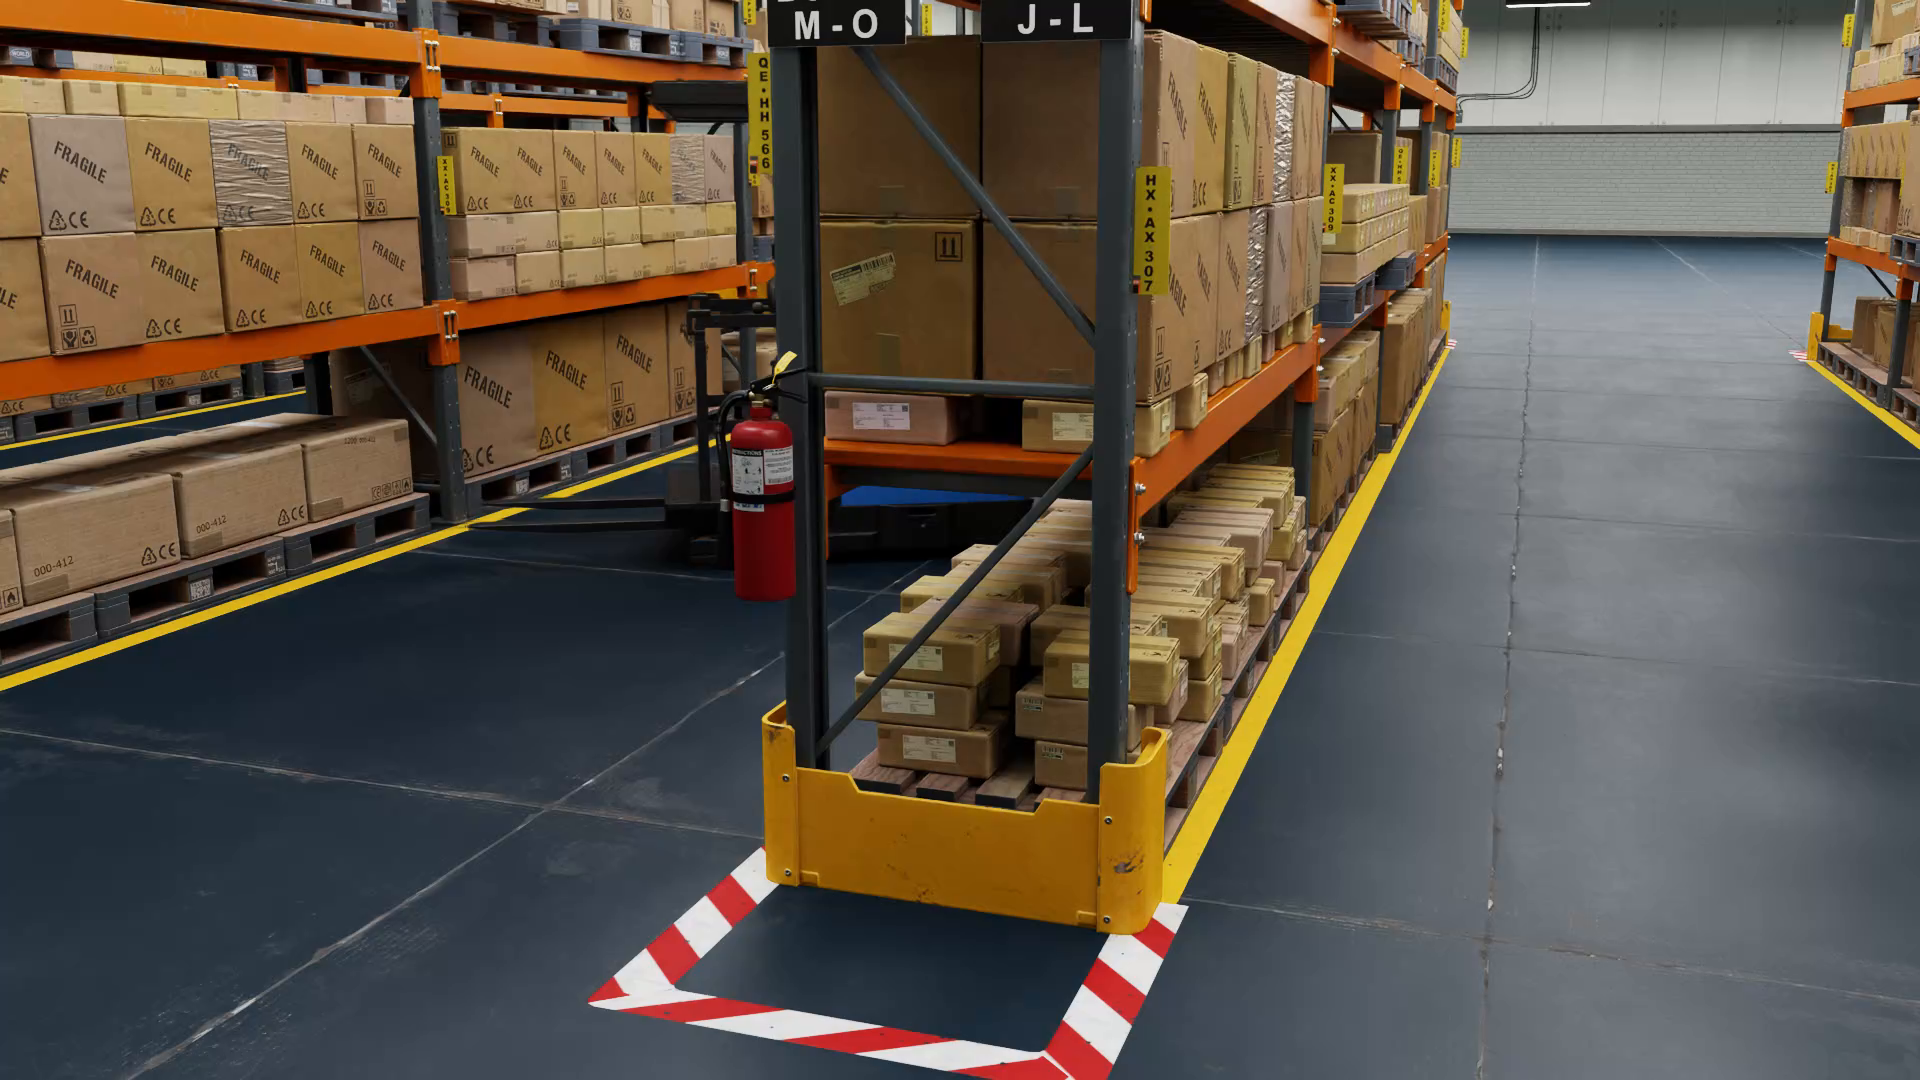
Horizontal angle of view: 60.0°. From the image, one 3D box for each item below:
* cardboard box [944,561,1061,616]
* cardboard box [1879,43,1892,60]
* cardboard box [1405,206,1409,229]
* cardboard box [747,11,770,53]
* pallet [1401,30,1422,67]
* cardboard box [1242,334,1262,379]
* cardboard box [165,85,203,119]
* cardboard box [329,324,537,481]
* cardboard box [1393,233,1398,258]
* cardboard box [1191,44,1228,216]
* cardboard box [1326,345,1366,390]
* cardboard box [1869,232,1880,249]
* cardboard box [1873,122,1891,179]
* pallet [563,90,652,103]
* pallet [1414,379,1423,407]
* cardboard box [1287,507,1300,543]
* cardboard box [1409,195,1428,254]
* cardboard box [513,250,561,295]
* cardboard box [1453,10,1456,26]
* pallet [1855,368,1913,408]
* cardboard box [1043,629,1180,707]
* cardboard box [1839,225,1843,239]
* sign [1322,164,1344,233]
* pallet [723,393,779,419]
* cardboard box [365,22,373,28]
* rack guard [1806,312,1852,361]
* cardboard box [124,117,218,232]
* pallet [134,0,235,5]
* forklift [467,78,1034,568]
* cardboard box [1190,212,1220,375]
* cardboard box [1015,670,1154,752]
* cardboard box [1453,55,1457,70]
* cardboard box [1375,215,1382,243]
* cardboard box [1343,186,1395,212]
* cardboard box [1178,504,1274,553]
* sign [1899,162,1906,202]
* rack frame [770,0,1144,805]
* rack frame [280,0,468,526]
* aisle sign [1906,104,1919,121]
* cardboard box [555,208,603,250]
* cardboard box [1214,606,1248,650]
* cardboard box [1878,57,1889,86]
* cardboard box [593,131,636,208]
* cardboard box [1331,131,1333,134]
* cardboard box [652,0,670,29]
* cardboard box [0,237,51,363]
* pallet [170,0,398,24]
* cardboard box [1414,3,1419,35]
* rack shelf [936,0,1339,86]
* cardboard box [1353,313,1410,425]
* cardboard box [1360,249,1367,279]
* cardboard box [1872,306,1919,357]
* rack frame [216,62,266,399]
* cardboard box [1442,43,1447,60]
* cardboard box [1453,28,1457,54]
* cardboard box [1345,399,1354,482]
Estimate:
[{"bbox_3d":[0.154,0.187,6.053,0.380,0.149,0.250,4,13,16],"label":"cardboard box"},{"bbox_3d":[9.056,-4.677,15.939,0.380,0.149,0.250,4,13,16],"label":"cardboard box"},{"bbox_3d":[2.839,-2.191,11.297,0.380,0.149,0.250,5,14,20],"label":"cardboard box"},{"bbox_3d":[-1.832,-4.145,13.943,0.700,0.500,0.500,4,14,18],"label":"cardboard box"},{"bbox_3d":[2.727,-3.610,12.246,1.213,0.211,1.003,5,14,21],"label":"pallet"},{"bbox_3d":[0.965,-0.724,6.484,0.380,0.149,0.250,5,14,20],"label":"cardboard box"},{"bbox_3d":[-3.780,-2.040,7.757,0.380,0.149,0.250,4,14,18],"label":"cardboard box"},{"bbox_3d":[-3.317,-0.898,10.514,0.875,0.875,0.875,5,14,20],"label":"cardboard box"},{"bbox_3d":[2.595,-1.887,10.635,0.380,0.149,0.250,4,14,18],"label":"cardboard box"},{"bbox_3d":[0.534,-1.279,5.211,0.500,0.500,0.500,5,14,20],"label":"cardboard box"},{"bbox_3d":[2.263,-1.076,10.450,0.500,0.250,0.500,5,14,20],"label":"cardboard box"},{"bbox_3d":[8.814,-2.823,15.679,0.380,0.149,0.250,4,14,18],"label":"cardboard box"},{"bbox_3d":[8.732,-3.570,15.250,0.500,0.500,0.500,4,14,18],"label":"cardboard box"},{"bbox_3d":[-4.511,-5.749,21.391,1.003,0.211,1.213,4,14,18],"label":"pallet"},{"bbox_3d":[3.684,-1.415,15.213,1.003,0.211,1.213,4,14,18],"label":"pallet"},{"bbox_3d":[1.397,-0.071,7.851,0.380,0.149,0.250,4,13,16],"label":"cardboard box"},{"bbox_3d":[3.947,-2.862,15.062,0.500,0.500,0.500,4,14,18],"label":"cardboard box"},{"bbox_3d":[-2.884,-1.703,10.544,0.500,0.250,0.500,4,13,17],"label":"cardboard box"},{"bbox_3d":[4.875,-5.350,17.051,0.380,0.149,0.250,4,14,19],"label":"cardboard box"},{"bbox_3d":[8.707,-1.348,14.922,1.003,0.211,1.213,4,14,18],"label":"pallet"},{"bbox_3d":[0.471,0.393,5.149,0.380,0.149,0.250,4,13,16],"label":"cardboard box"},{"bbox_3d":[9.500,-3.241,17.511,0.380,0.149,0.250,4,14,18],"label":"cardboard box"},{"bbox_3d":[1.790,-1.643,7.998,0.100,0.325,0.005,4,14,18],"label":"sign"},{"bbox_3d":[-1.894,-1.240,14.447,1.003,0.211,1.213,4,14,18],"label":"pallet"},{"bbox_3d":[-6.052,-4.906,16.107,0.500,0.500,0.500,5,14,20],"label":"cardboard box"},{"bbox_3d":[9.793,-2.172,17.879,1.175,0.500,0.348,4,14,18],"label":"rack guard"},{"bbox_3d":[-3.831,-1.691,7.684,0.500,0.500,0.500,4,14,19],"label":"cardboard box"},{"bbox_3d":[-4.113,-2.585,7.530,1.003,0.211,1.213,4,14,18],"label":"pallet"},{"bbox_3d":[-1.159,-1.405,9.056,3.031,2.935,1.130,-2,13,-9],"label":"forklift"},{"bbox_3d":[0.536,-0.799,5.353,0.500,0.500,0.500,4,14,19],"label":"cardboard box"},{"bbox_3d":[0.392,0.533,5.208,0.380,0.149,0.250,5,14,21],"label":"cardboard box"},{"bbox_3d":[5.123,-5.123,17.849,0.380,0.149,0.250,4,14,19],"label":"cardboard box"},{"bbox_3d":[2.171,-1.756,9.392,0.380,0.149,0.250,5,14,21],"label":"cardboard box"},{"bbox_3d":[2.423,-2.064,10.075,0.380,0.149,0.250,5,14,21],"label":"cardboard box"},{"bbox_3d":[1.128,-0.047,7.079,0.380,0.149,0.250,4,13,16],"label":"cardboard box"},{"bbox_3d":[8.007,-3.023,14.048,0.100,0.325,0.005,4,14,18],"label":"sign"},{"bbox_3d":[-0.020,-0.416,4.569,1.000,3.000,0.127,4,14,18],"label":"rack frame"},{"bbox_3d":[-3.442,-1.593,9.727,1.000,3.000,0.127,4,14,18],"label":"rack frame"},{"bbox_3d":[10.121,-4.665,17.344,0.394,0.787,0.004,4,14,18],"label":"aisle sign"},{"bbox_3d":[-2.703,-2.052,10.952,0.500,0.250,0.500,5,14,19],"label":"cardboard box"},{"bbox_3d":[0.940,0.355,6.653,0.380,0.149,0.250,4,14,18],"label":"cardboard box"},{"bbox_3d":[8.928,-4.390,15.575,0.500,0.250,0.500,5,14,20],"label":"cardboard box"},{"bbox_3d":[-2.564,-2.525,11.338,0.500,0.500,0.500,4,13,17],"label":"cardboard box"},{"bbox_3d":[4.082,-3.741,16.375,0.875,0.550,0.550,4,14,18],"label":"cardboard box"},{"bbox_3d":[-2.263,-3.722,11.670,0.396,0.266,0.258,4,13,17],"label":"cardboard box"},{"bbox_3d":[-4.172,-0.989,6.853,0.500,0.500,0.500,4,13,18],"label":"cardboard box"},{"bbox_3d":[-3.717,-2.841,8.651,1.003,0.211,1.213,4,14,18],"label":"pallet"},{"bbox_3d":[3.339,-4.123,13.101,0.500,0.311,0.500,4,13,17],"label":"cardboard box"},{"bbox_3d":[0.627,-1.949,6.160,1.077,0.370,4.000,4,14,18],"label":"rack shelf"},{"bbox_3d":[2.851,-1.330,12.685,1.050,0.750,0.750,4,14,18],"label":"cardboard box"},{"bbox_3d":[1.921,-1.449,8.716,0.380,0.149,0.250,5,14,19],"label":"cardboard box"},{"bbox_3d":[9.218,-2.003,16.197,0.500,0.500,0.500,6,14,24],"label":"cardboard box"},{"bbox_3d":[-6.846,-2.792,14.979,1.000,3.000,0.127,4,14,18],"label":"rack frame"},{"bbox_3d":[4.466,-4.695,15.972,0.380,0.149,0.250,4,14,18],"label":"cardboard box"},{"bbox_3d":[4.937,-5.238,17.457,0.500,0.250,0.500,4,14,18],"label":"cardboard box"},{"bbox_3d":[2.091,-0.603,10.064,0.500,0.500,0.500,5,14,19],"label":"cardboard box"}]
